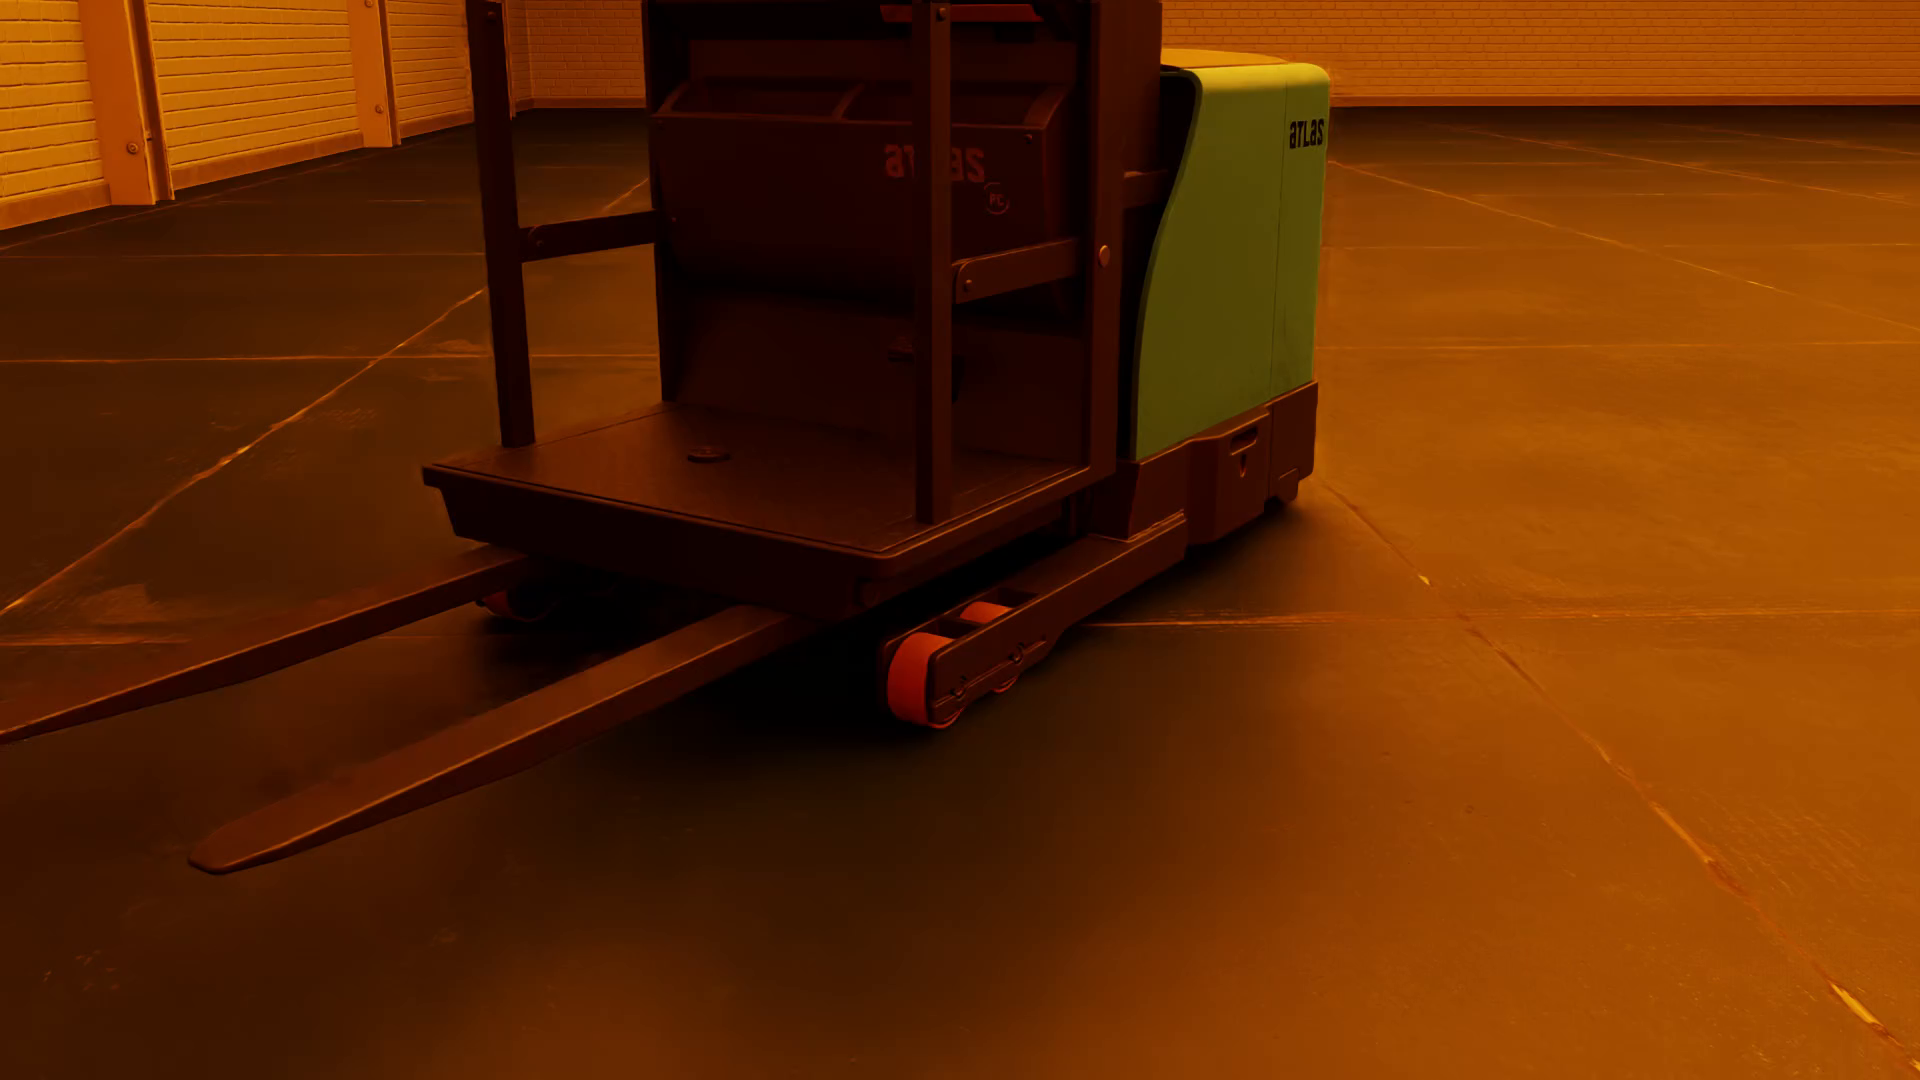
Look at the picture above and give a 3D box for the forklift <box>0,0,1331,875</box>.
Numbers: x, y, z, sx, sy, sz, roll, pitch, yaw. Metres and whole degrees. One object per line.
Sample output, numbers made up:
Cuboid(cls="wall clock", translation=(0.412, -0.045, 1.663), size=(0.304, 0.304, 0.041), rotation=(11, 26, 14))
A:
Cuboid(cls="forklift", translation=(-0.318, -1.232, 2.936), size=(1.130, 2.935, 3.031), rotation=(11, 20, 31))
